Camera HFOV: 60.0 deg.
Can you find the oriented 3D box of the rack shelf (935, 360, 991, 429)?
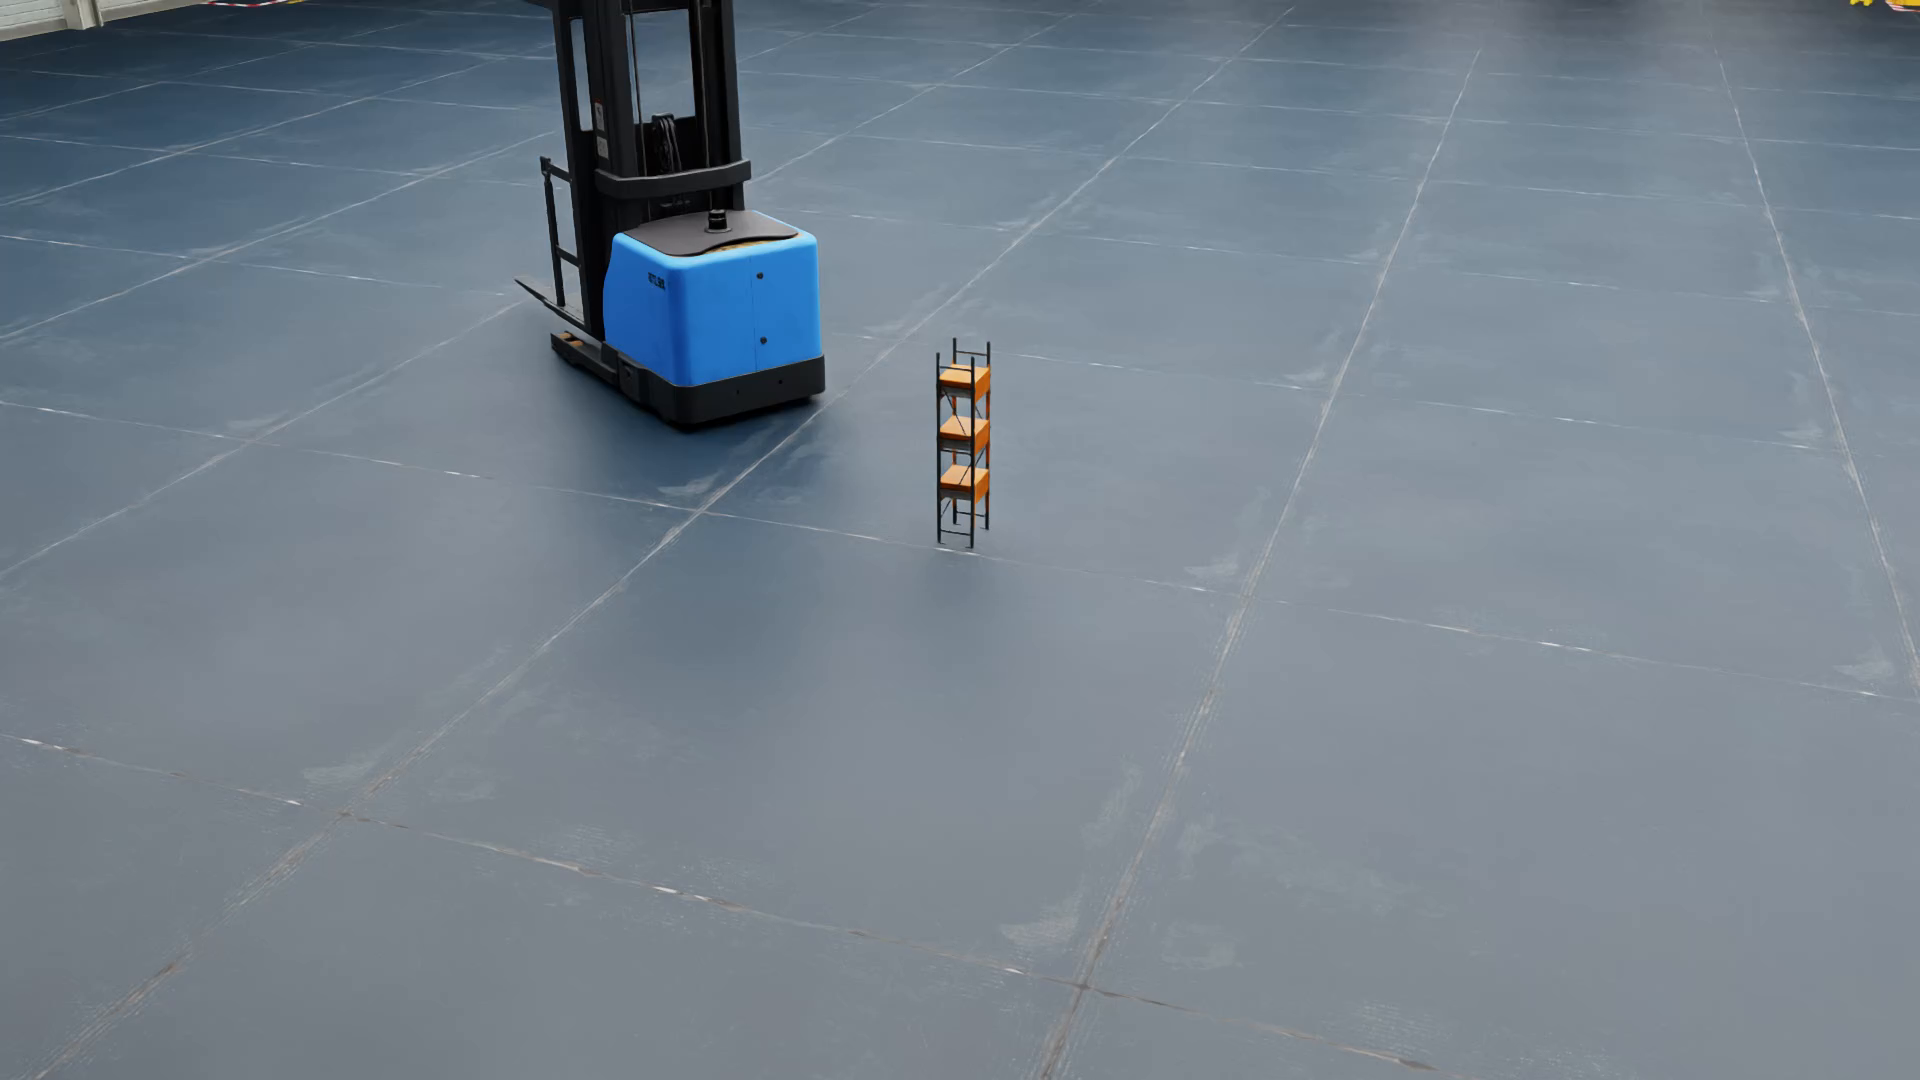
[{"bbox_3d":[0.018,-0.740,8.448,0.215,0.259,0.240,9,27,17],"label":"rack shelf"}]

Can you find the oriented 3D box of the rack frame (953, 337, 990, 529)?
[{"bbox_3d":[0.058,-0.545,8.670,0.200,1.050,0.008,9,27,17],"label":"rack frame"}]

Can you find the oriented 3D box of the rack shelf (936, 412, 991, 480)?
[{"bbox_3d":[0.018,-0.485,8.571,0.215,0.259,0.240,9,27,17],"label":"rack shelf"}]

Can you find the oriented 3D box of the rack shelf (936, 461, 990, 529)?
[{"bbox_3d":[0.018,-0.235,8.692,0.215,0.259,0.240,9,27,17],"label":"rack shelf"}]

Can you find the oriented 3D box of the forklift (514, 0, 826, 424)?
[{"bbox_3d":[-2.123,-2.603,10.762,1.130,2.935,3.031,-17,31,-32],"label":"forklift"}]

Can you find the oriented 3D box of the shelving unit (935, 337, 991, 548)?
[{"bbox_3d":[0.018,-0.495,8.567,0.215,1.050,0.252,9,27,17],"label":"shelving unit"}]

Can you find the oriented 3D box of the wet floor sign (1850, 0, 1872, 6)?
[{"bbox_3d":[14.184,-8.727,26.035,0.267,0.644,0.232,20,32,35],"label":"wet floor sign"}]

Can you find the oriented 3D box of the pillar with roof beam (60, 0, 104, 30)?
[{"bbox_3d":[-8.619,-10.860,20.853,9.100,9.000,0.400,9,27,17],"label":"pillar with roof beam"}]

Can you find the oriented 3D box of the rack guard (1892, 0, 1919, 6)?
[{"bbox_3d":[15.281,-8.616,25.972,1.175,0.500,0.348,9,27,17],"label":"rack guard"}]

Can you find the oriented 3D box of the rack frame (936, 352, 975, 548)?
[{"bbox_3d":[-0.023,-0.444,8.463,0.200,1.050,0.008,9,27,17],"label":"rack frame"}]
